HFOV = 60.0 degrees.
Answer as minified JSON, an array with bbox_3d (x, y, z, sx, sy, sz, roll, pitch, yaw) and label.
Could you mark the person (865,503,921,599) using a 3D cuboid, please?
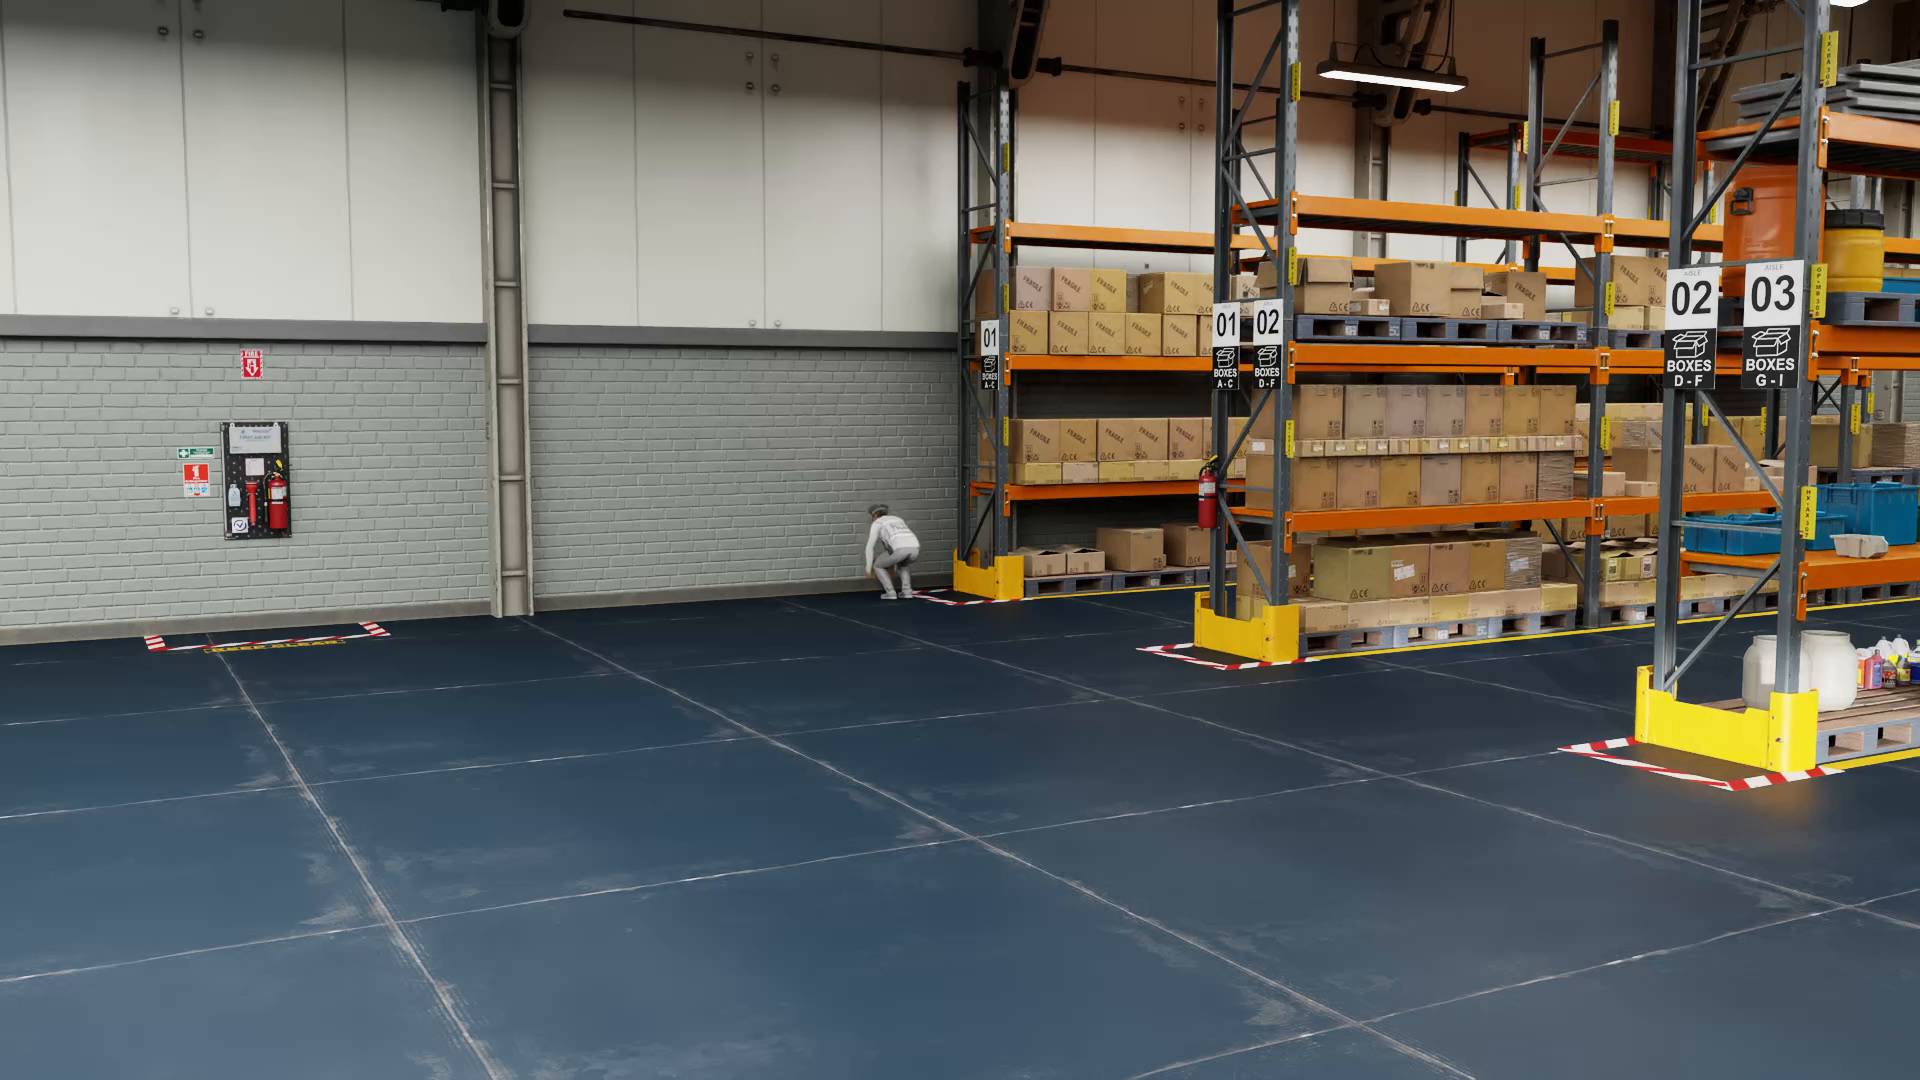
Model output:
[{"bbox_3d":[-0.797,0.132,19.248,0.508,1.094,0.812,-3,6,-29],"label":"person"}]
